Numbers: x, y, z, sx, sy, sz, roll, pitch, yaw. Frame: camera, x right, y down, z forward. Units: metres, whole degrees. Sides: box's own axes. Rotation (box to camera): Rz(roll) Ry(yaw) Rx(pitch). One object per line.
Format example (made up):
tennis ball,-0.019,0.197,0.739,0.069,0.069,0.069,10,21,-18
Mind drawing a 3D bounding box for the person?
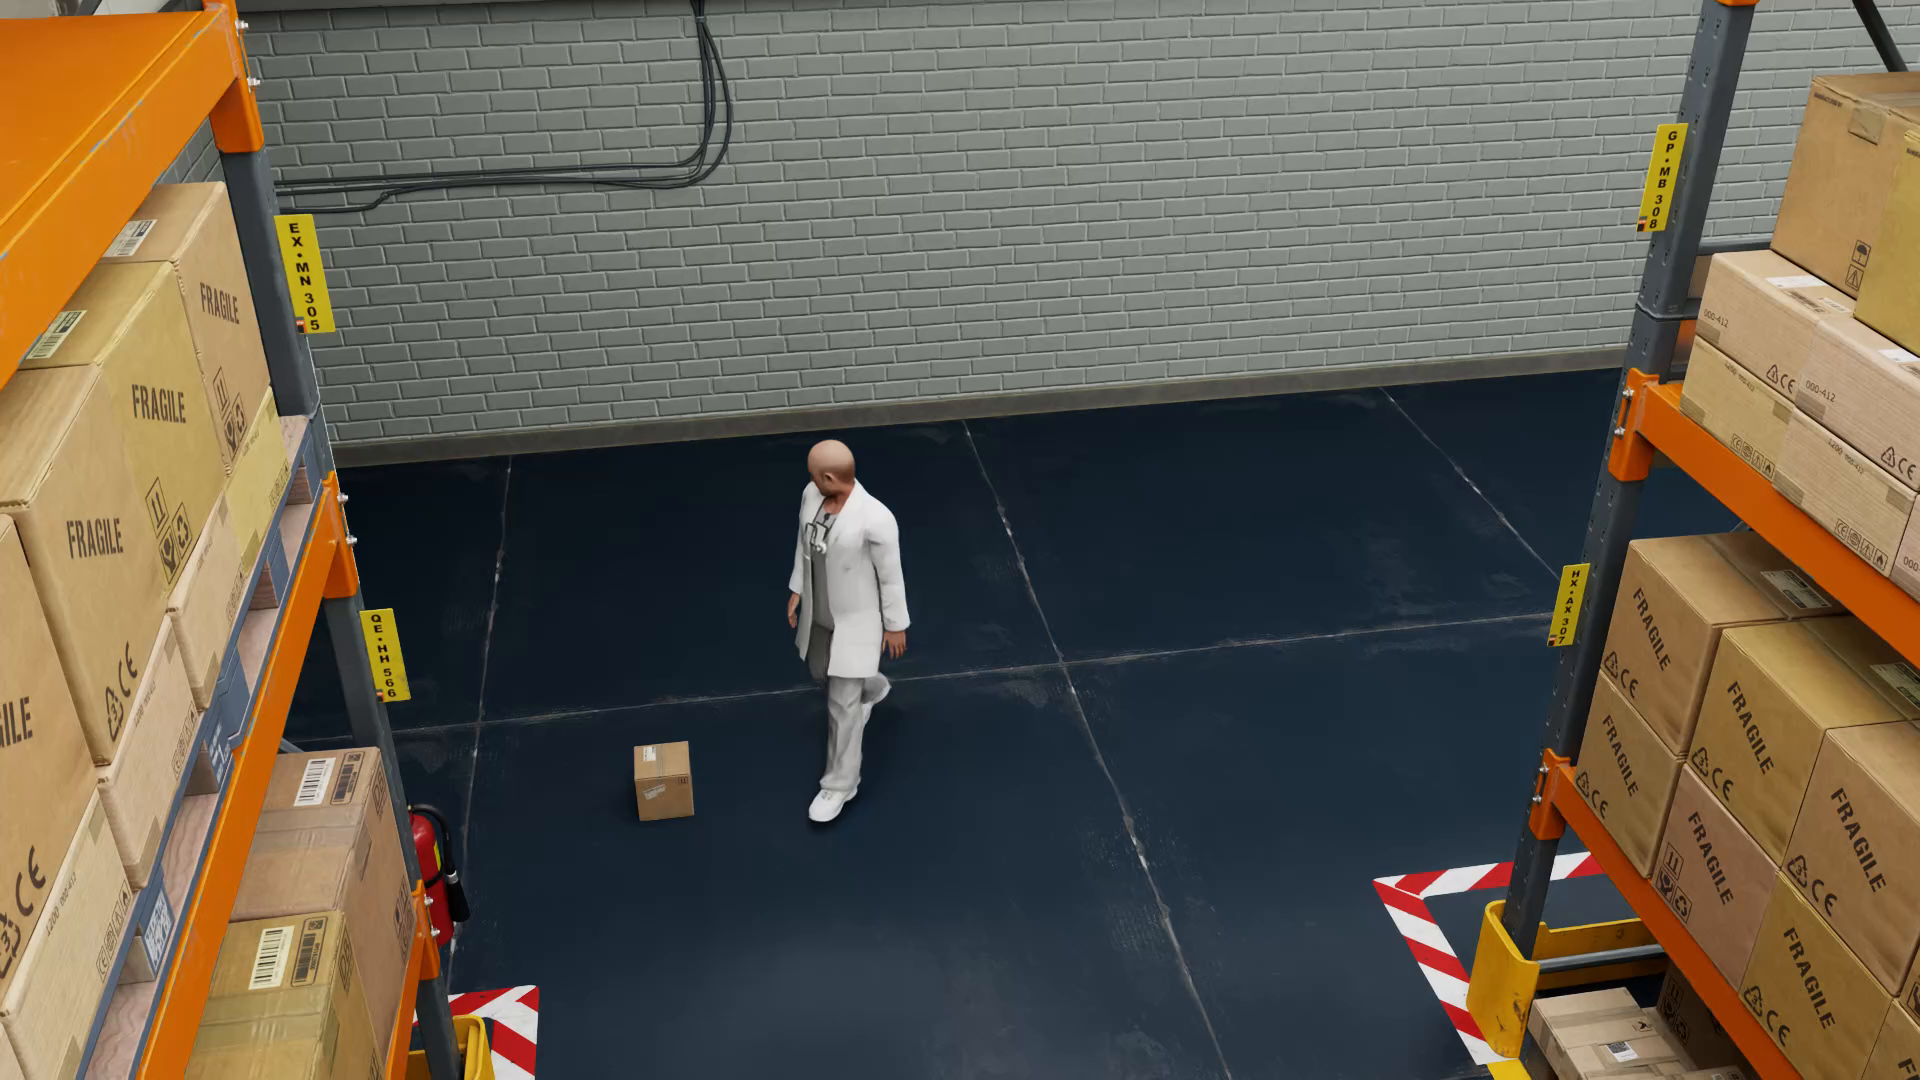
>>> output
person,-0.532,0.329,7.581,0.628,1.753,0.923,23,37,34
